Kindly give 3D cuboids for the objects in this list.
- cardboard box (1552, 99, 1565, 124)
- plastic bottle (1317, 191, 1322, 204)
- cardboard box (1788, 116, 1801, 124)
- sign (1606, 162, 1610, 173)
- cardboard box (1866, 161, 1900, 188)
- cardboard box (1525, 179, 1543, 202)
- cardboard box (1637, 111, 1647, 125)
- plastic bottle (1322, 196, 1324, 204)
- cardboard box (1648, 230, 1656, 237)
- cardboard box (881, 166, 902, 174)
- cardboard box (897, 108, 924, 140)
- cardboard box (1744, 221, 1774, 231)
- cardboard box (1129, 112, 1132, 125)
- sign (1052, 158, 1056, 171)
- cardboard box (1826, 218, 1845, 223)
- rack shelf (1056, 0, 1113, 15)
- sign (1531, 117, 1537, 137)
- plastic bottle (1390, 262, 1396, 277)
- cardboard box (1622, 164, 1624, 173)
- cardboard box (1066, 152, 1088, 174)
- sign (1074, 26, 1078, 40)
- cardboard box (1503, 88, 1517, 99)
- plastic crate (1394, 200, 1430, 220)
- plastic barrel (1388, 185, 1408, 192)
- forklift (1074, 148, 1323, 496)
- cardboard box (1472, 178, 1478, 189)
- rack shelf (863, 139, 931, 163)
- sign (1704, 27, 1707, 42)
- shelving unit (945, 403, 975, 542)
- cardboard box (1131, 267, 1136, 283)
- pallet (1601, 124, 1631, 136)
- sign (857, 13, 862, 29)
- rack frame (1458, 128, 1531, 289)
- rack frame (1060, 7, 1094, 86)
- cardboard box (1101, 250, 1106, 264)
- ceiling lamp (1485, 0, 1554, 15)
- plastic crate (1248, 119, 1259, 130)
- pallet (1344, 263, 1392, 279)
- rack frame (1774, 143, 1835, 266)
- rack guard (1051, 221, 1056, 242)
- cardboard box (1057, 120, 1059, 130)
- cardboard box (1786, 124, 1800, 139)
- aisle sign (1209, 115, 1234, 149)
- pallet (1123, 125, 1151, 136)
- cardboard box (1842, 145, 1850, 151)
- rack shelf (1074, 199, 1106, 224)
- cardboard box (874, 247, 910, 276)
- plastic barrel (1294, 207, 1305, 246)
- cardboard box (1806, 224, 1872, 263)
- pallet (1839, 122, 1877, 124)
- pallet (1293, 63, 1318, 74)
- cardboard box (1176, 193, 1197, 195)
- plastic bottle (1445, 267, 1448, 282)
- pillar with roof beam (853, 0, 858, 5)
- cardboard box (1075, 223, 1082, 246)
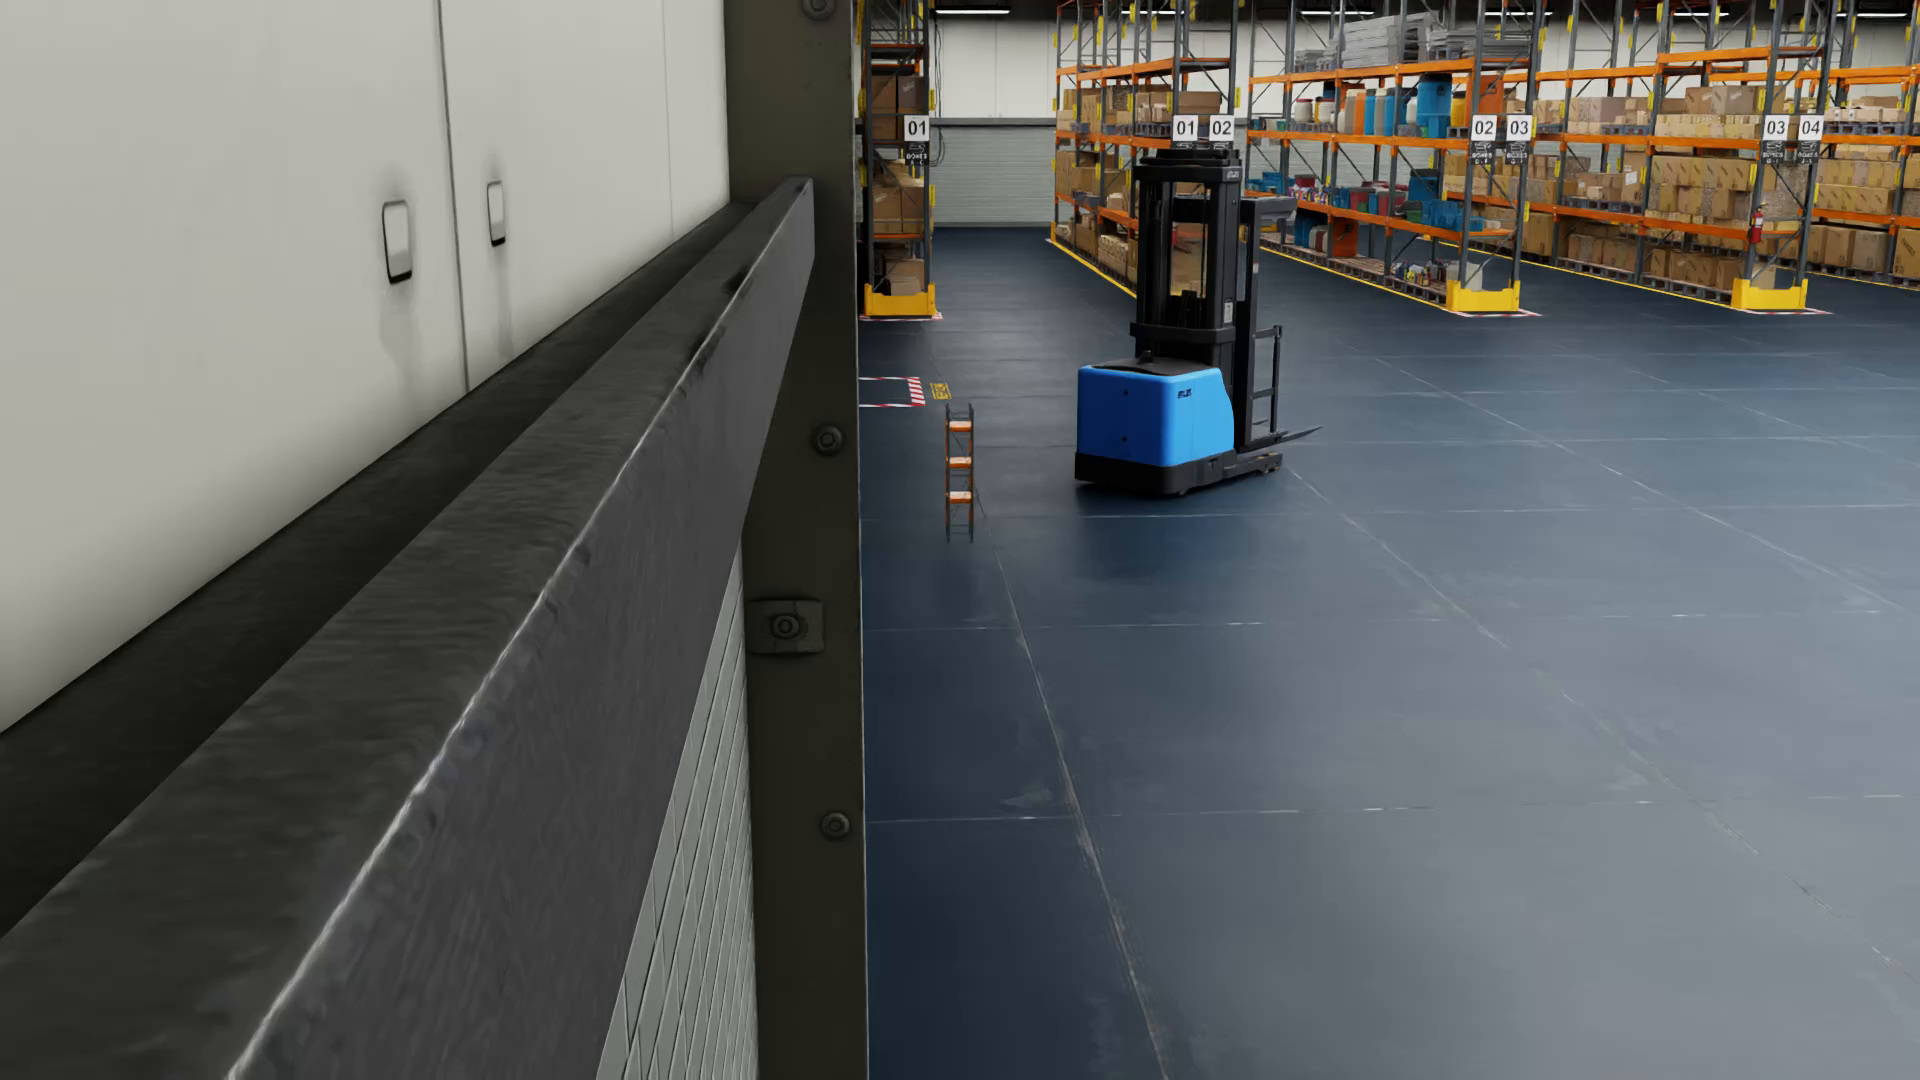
[{"bbox_3d":[13.228,-9.256,35.912,0.797,0.503,0.637,0,14,0],"label":"cardboard box"},{"bbox_3d":[7.916,-7.538,36.562,0.097,0.271,0.097,0,14,0],"label":"plastic bottle"},{"bbox_3d":[14.047,-7.055,27.909,0.380,0.149,0.250,-1,14,-4],"label":"cardboard box"},{"bbox_3d":[13.879,-7.933,35.673,0.100,0.325,0.005,-1,14,-3],"label":"sign"},{"bbox_3d":[18.472,-7.240,32.939,0.700,0.500,0.500,-1,14,-4],"label":"cardboard box"},{"bbox_3d":[12.999,-7.820,37.200,0.500,0.500,0.500,-1,14,-5],"label":"cardboard box"},{"bbox_3d":[13.427,-8.228,32.393,0.396,0.266,0.258,0,14,-1],"label":"cardboard box"},{"bbox_3d":[7.940,-7.407,36.195,0.097,0.201,0.097,0,14,0],"label":"plastic bottle"},{"bbox_3d":[17.621,-7.744,41.982,0.380,0.149,0.250,-1,14,-3],"label":"cardboard box"},{"bbox_3d":[-1.408,-7.581,34.085,0.380,0.149,0.250,-3,15,-13],"label":"cardboard box"},{"bbox_3d":[-0.769,-6.778,27.091,0.500,0.500,0.500,-1,14,-2],"label":"cardboard box"},{"bbox_3d":[13.610,-5.356,28.328,0.380,0.149,0.250,-1,14,-3],"label":"cardboard box"},{"bbox_3d":[3.641,-8.313,32.753,0.500,0.250,0.500,-2,15,-8],"label":"cardboard box"},{"bbox_3d":[2.413,-9.648,42.767,0.100,0.325,0.005,-1,14,-3],"label":"sign"},{"bbox_3d":[22.939,-8.115,42.844,0.875,0.438,0.875,0,14,-2],"label":"cardboard box"},{"bbox_3d":[3.078,-12.906,39.903,1.077,0.370,4.000,-1,14,-3],"label":"rack shelf"},{"bbox_3d":[9.439,-6.798,27.390,0.100,0.325,0.005,-1,14,-3],"label":"sign"},{"bbox_3d":[8.224,-5.134,31.553,0.097,0.271,0.097,0,14,0],"label":"plastic bottle"},{"bbox_3d":[17.551,-9.517,43.199,0.500,0.500,0.500,0,14,-1],"label":"cardboard box"},{"bbox_3d":[2.847,-9.150,40.360,0.500,0.500,0.500,-1,14,-3],"label":"cardboard box"},{"bbox_3d":[2.660,-11.635,38.153,0.100,0.325,0.005,-1,14,-3],"label":"sign"},{"bbox_3d":[13.038,-10.745,39.997,0.500,0.250,0.500,-2,15,-7],"label":"cardboard box"},{"bbox_3d":[8.548,-6.166,31.097,0.767,0.338,0.504,-1,14,-3],"label":"plastic crate"},{"bbox_3d":[8.756,-6.818,33.233,0.433,0.535,0.433,0,14,0],"label":"plastic barrel"},{"bbox_3d":[2.368,-2.105,15.326,1.130,2.935,3.031,12,19,39],"label":"forklift"},{"bbox_3d":[12.766,-8.700,40.525,0.500,0.250,0.500,0,14,-2],"label":"cardboard box"},{"bbox_3d":[-1.122,-6.782,28.791,1.077,0.370,4.000,-1,14,-3],"label":"rack shelf"},{"bbox_3d":[17.504,-11.838,38.944,0.100,0.325,0.005,-1,14,-3],"label":"sign"},{"bbox_3d":[-0.003,-0.522,12.947,0.215,1.050,0.252,-1,14,-3],"label":"shelving unit"},{"bbox_3d":[3.450,-4.880,30.649,0.500,0.250,0.500,-1,14,-3],"label":"cardboard box"},{"bbox_3d":[13.586,-8.180,33.155,1.213,0.211,1.003,-1,14,-3],"label":"pallet"},{"bbox_3d":[-2.048,-10.595,33.954,0.100,0.325,0.005,-1,14,-3],"label":"sign"},{"bbox_3d":[8.890,-5.334,27.736,1.000,3.000,0.127,-1,14,-3],"label":"rack frame"},{"bbox_3d":[2.951,-12.143,42.160,0.949,2.616,0.053,-1,14,-3],"label":"rack frame"},{"bbox_3d":[3.221,-5.860,34.456,0.500,0.250,0.500,-1,14,-5],"label":"cardboard box"},{"bbox_3d":[15.206,-15.828,44.770,2.000,3.185,0.800,-1,14,-3],"label":"ceiling lamp"},{"bbox_3d":[7.644,-10.602,42.455,0.497,0.269,0.590,-1,14,-3],"label":"plastic crate"},{"bbox_3d":[8.476,-5.477,33.889,1.003,0.211,1.213,-1,14,-3],"label":"pallet"},{"bbox_3d":[18.294,-7.451,35.966,1.000,3.000,0.127,-1,14,-3],"label":"rack frame"},{"bbox_3d":[2.959,-8.008,43.146,1.175,0.500,0.348,-1,14,-3],"label":"rack guard"},{"bbox_3d":[2.733,-10.486,42.041,0.500,0.250,0.500,-1,14,-3],"label":"cardboard box"},{"bbox_3d":[14.061,-6.914,28.159,0.500,0.250,0.500,0,14,-2],"label":"cardboard box"},{"bbox_3d":[4.256,-6.505,27.073,0.394,0.787,0.004,-1,14,-3],"label":"aisle sign"},{"bbox_3d":[3.630,-7.832,31.811,0.805,0.209,1.217,-1,15,-6],"label":"pallet"},{"bbox_3d":[22.533,-9.910,42.014,0.380,0.149,0.250,-1,14,-5],"label":"cardboard box"},{"bbox_3d":[3.326,-7.397,37.198,1.077,0.370,4.000,-1,14,-3],"label":"rack shelf"},{"bbox_3d":[-1.308,-5.361,31.975,0.700,0.500,0.500,0,14,-2],"label":"cardboard box"},{"bbox_3d":[8.163,-7.370,39.017,0.600,0.901,0.708,-1,14,-3],"label":"plastic barrel"},{"bbox_3d":[18.300,-6.195,34.755,1.050,0.750,0.750,-1,14,-3],"label":"cardboard box"},{"bbox_3d":[22.868,-10.463,41.832,1.003,0.211,1.213,-1,14,-3],"label":"pallet"},{"bbox_3d":[8.228,-10.733,37.863,1.003,0.211,1.213,-1,14,-3],"label":"pallet"},{"bbox_3d":[3.732,-5.713,27.707,0.380,0.149,0.250,-1,14,-4],"label":"cardboard box"},{"bbox_3d":[9.008,-4.898,30.627,0.152,0.276,0.135,-1,14,-2],"label":"plastic bottle"},{"bbox_3d":[1.277,-12.790,44.676,9.100,9.000,0.548,-1,14,-3],"label":"pillar with roof beam"},{"bbox_3d":[2.989,-7.121,38.816,0.500,0.500,0.500,-2,15,-6],"label":"cardboard box"}]
